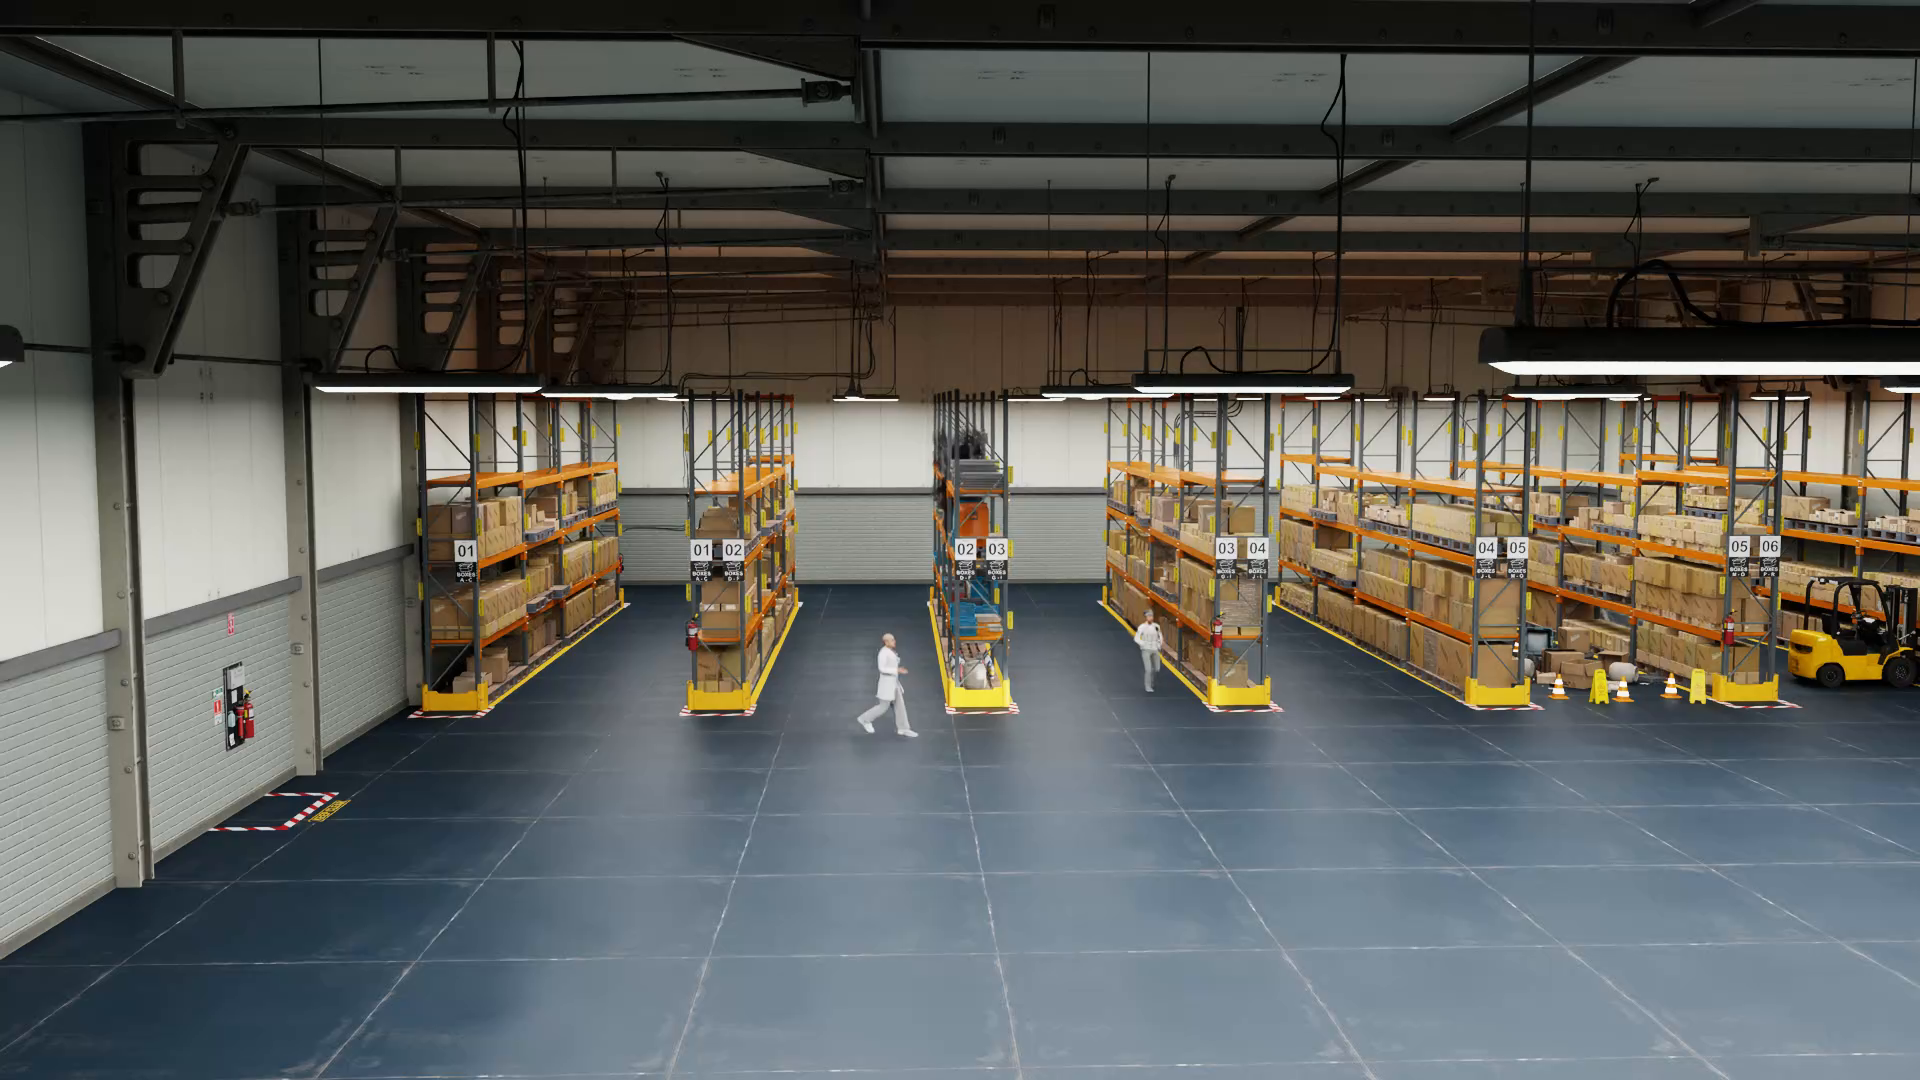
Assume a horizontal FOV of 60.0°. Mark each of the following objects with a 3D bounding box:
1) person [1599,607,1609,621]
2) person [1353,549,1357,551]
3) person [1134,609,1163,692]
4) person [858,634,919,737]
[{"bbox_3d":[16.409,1.385,42.529,0.627,1.839,0.840,-1,5,-13],"label":"person"},{"bbox_3d":[11.233,1.029,47.478,0.539,1.644,0.643,-1,5,-18],"label":"person"},{"bbox_3d":[3.786,2.197,33.117,0.611,1.649,0.548,-1,5,-12],"label":"person"},{"bbox_3d":[-1.243,2.491,28.521,1.064,1.780,0.713,1,5,17],"label":"person"}]
